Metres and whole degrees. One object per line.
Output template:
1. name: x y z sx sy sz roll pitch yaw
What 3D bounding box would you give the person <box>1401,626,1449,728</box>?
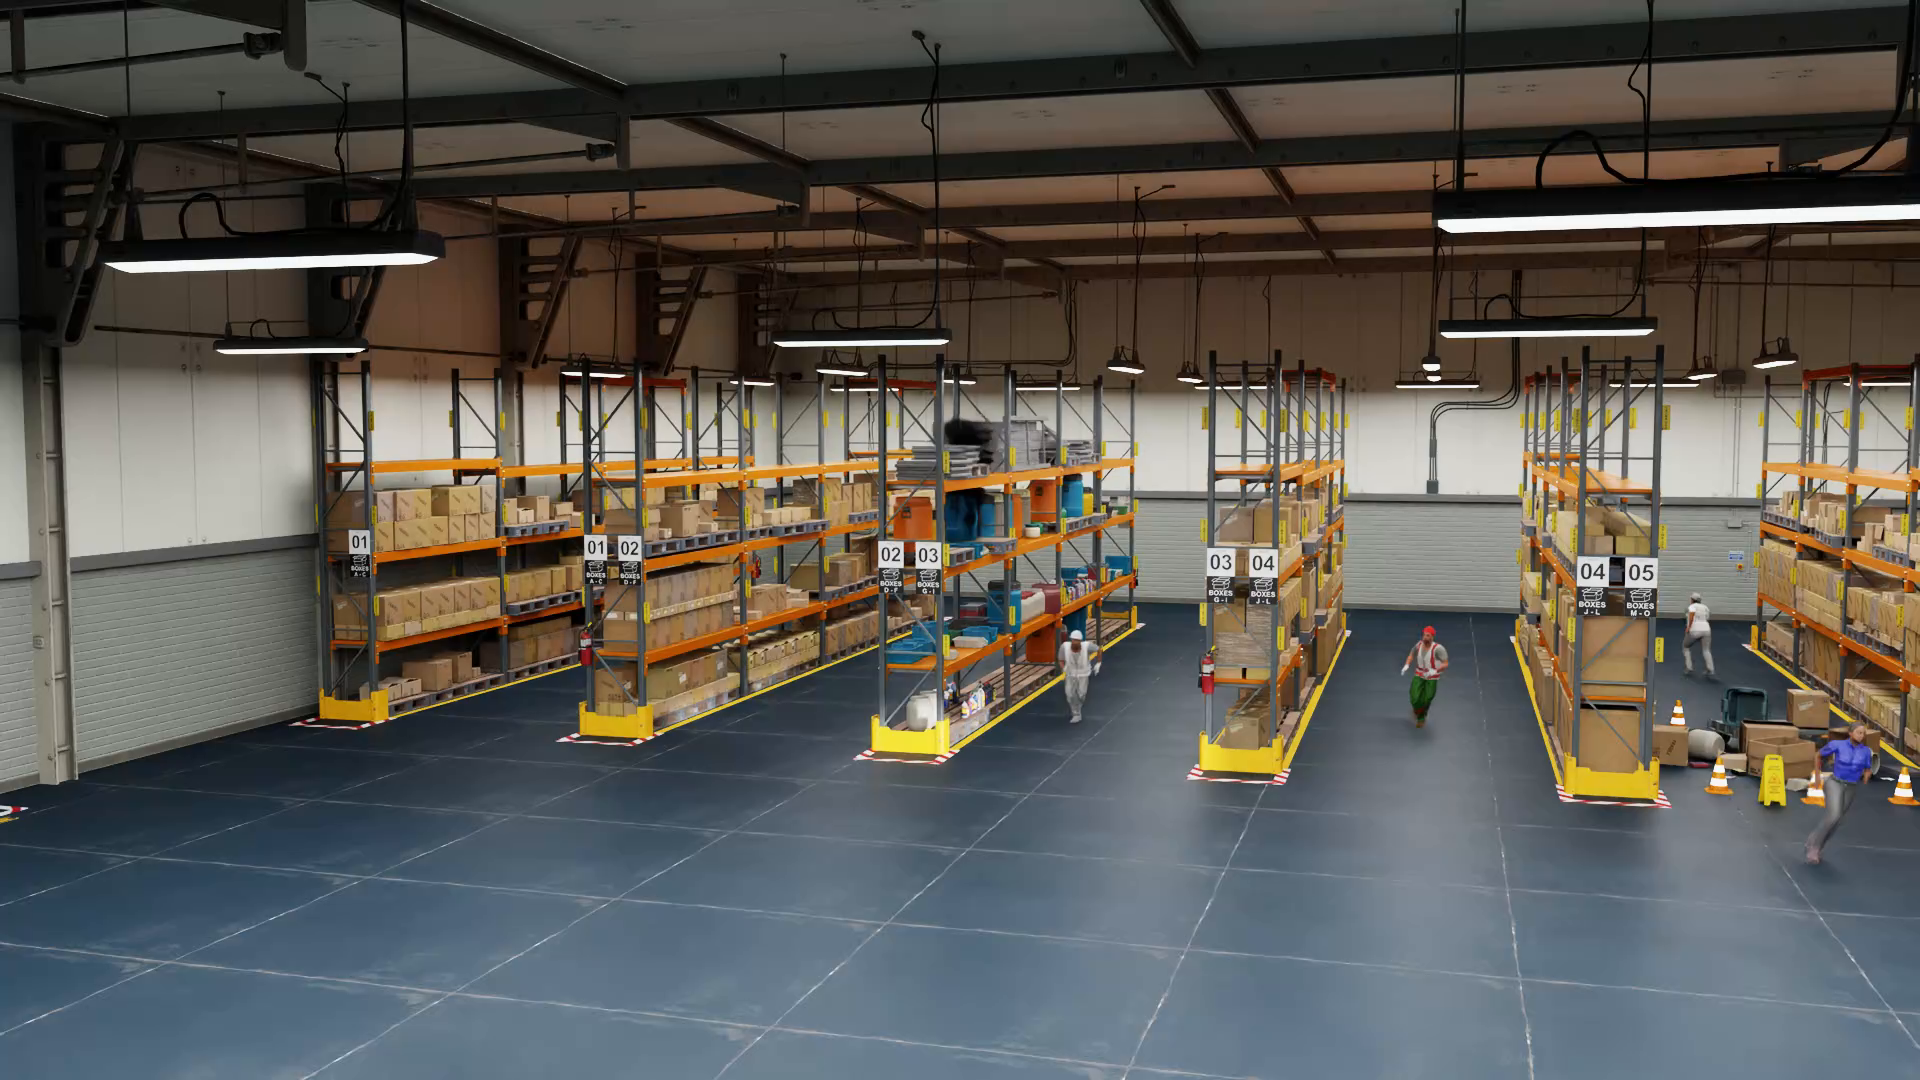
1. person: 7.613 2.238 27.187 0.751 1.689 0.552 2 5 31

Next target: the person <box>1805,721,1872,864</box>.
1. person: 9.942 2.849 18.862 0.739 1.582 0.738 0 4 -3

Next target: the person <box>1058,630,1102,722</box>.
1. person: 1.974 2.250 27.388 0.720 1.596 0.825 0 4 7

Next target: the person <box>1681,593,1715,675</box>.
1. person: 14.501 1.873 32.666 0.600 1.636 0.942 0 4 -4
